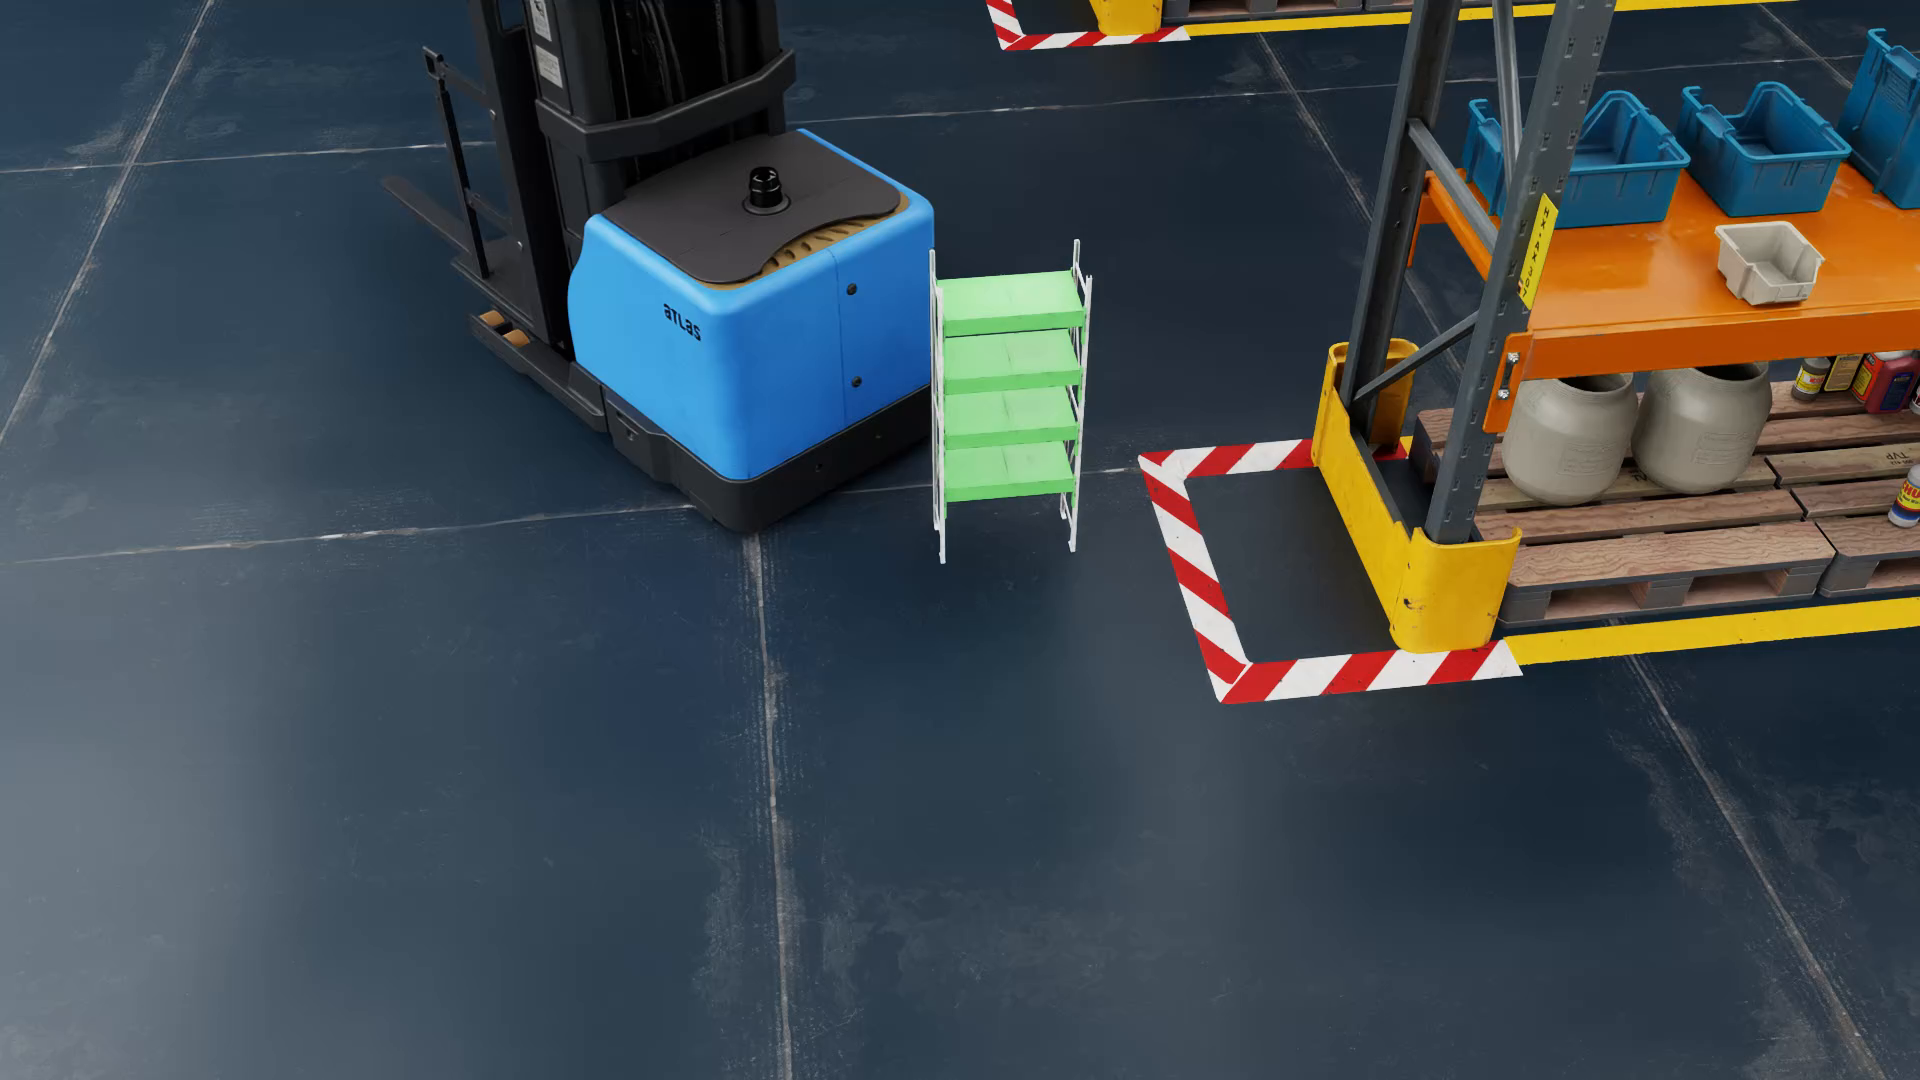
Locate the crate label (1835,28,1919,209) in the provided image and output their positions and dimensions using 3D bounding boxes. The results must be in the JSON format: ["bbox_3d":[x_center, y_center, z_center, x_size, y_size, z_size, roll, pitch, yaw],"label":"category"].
[{"bbox_3d":[3.355,-1.429,5.568,0.616,0.435,0.502,-5,42,-6],"label":"crate label"}]

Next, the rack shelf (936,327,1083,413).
[{"bbox_3d":[0.164,-0.591,5.746,0.480,0.148,0.258,-5,42,-6],"label":"rack shelf"}]

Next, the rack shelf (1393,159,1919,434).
[{"bbox_3d":[3.549,-0.983,5.637,4.000,0.370,1.077,-5,42,-6],"label":"rack shelf"}]

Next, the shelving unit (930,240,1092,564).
[{"bbox_3d":[0.164,-0.460,5.864,0.503,1.200,0.258,-5,42,-6],"label":"shelving unit"}]

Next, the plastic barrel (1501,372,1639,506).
[{"bbox_3d":[2.208,-0.417,6.016,0.421,0.512,0.421,0,42,0],"label":"plastic barrel"}]

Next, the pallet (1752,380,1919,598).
[{"bbox_3d":[3.648,-0.250,6.369,1.213,0.211,1.003,-5,42,-6],"label":"pallet"}]

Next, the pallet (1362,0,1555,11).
[{"bbox_3d":[2.887,-3.529,10.005,1.213,0.211,1.003,-5,42,-6],"label":"pallet"}]

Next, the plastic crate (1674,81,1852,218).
[{"bbox_3d":[2.668,-1.316,5.581,0.408,0.251,0.499,-5,42,-6],"label":"plastic crate"}]

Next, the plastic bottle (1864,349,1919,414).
[{"bbox_3d":[3.597,-0.615,6.392,0.133,0.283,0.061,-5,42,-6],"label":"plastic bottle"}]

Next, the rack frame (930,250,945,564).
[{"bbox_3d":[-0.078,-0.439,5.841,0.015,1.200,0.240,-5,42,-6],"label":"rack frame"}]

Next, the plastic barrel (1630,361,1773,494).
[{"bbox_3d":[2.705,-0.460,6.064,0.421,0.512,0.421,0,42,0],"label":"plastic barrel"}]

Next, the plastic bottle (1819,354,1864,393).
[{"bbox_3d":[3.443,-0.704,6.491,0.133,0.283,0.061,-4,42,-4],"label":"plastic bottle"}]

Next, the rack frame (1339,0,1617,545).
[{"bbox_3d":[1.565,-1.077,5.204,0.127,3.000,1.000,-5,42,-6],"label":"rack frame"}]

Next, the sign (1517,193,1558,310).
[{"bbox_3d":[1.632,-0.814,4.706,0.005,0.325,0.100,-5,42,-6],"label":"sign"}]

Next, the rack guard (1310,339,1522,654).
[{"bbox_3d":[1.635,-0.186,6.083,0.348,0.500,1.175,-5,42,-6],"label":"rack guard"}]

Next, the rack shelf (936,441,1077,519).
[{"bbox_3d":[0.164,-0.234,6.068,0.480,0.148,0.258,-5,42,-6],"label":"rack shelf"}]

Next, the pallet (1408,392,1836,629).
[{"bbox_3d":[2.441,-0.146,6.254,1.213,0.211,1.003,-5,42,-6],"label":"pallet"}]

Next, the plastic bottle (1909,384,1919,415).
[{"bbox_3d":[3.755,-0.586,6.421,0.097,0.201,0.097,0,42,0],"label":"plastic bottle"}]

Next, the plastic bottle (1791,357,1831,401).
[{"bbox_3d":[3.330,-0.651,6.493,0.097,0.201,0.097,0,42,0],"label":"plastic bottle"}]

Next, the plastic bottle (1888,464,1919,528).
[{"bbox_3d":[3.404,-0.177,5.916,0.097,0.271,0.097,0,42,0],"label":"plastic bottle"}]

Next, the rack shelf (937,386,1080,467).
[{"bbox_3d":[0.164,-0.412,5.907,0.480,0.148,0.258,-5,42,-6],"label":"rack shelf"}]

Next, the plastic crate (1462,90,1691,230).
[{"bbox_3d":[2.023,-1.264,5.522,0.616,0.251,0.499,-5,42,-6],"label":"plastic crate"}]

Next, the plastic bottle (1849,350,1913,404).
[{"bbox_3d":[3.583,-0.683,6.473,0.135,0.276,0.152,-5,42,-5],"label":"plastic bottle"}]

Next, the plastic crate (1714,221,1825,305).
[{"bbox_3d":[2.494,-0.843,5.142,0.250,0.136,0.298,-5,42,-6],"label":"plastic crate"}]

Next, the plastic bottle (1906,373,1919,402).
[{"bbox_3d":[3.721,-0.695,6.486,0.135,0.276,0.152,-6,42,-7],"label":"plastic bottle"}]

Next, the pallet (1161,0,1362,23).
[{"bbox_3d":[1.680,-3.425,9.890,1.213,0.211,1.003,-5,42,-6],"label":"pallet"}]

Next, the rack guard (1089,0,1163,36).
[{"bbox_3d":[0.903,-3.436,9.686,0.348,0.500,1.175,-5,42,-6],"label":"rack guard"}]

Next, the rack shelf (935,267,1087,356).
[{"bbox_3d":[0.164,-0.769,5.585,0.480,0.148,0.258,-5,42,-6],"label":"rack shelf"}]

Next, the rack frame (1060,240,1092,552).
[{"bbox_3d":[0.406,-0.481,5.888,0.015,1.200,0.240,-5,42,-6],"label":"rack frame"}]

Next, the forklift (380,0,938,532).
[{"bbox_3d":[-1.446,-2.018,6.299,1.130,2.935,3.031,-32,51,-30],"label":"forklift"}]
